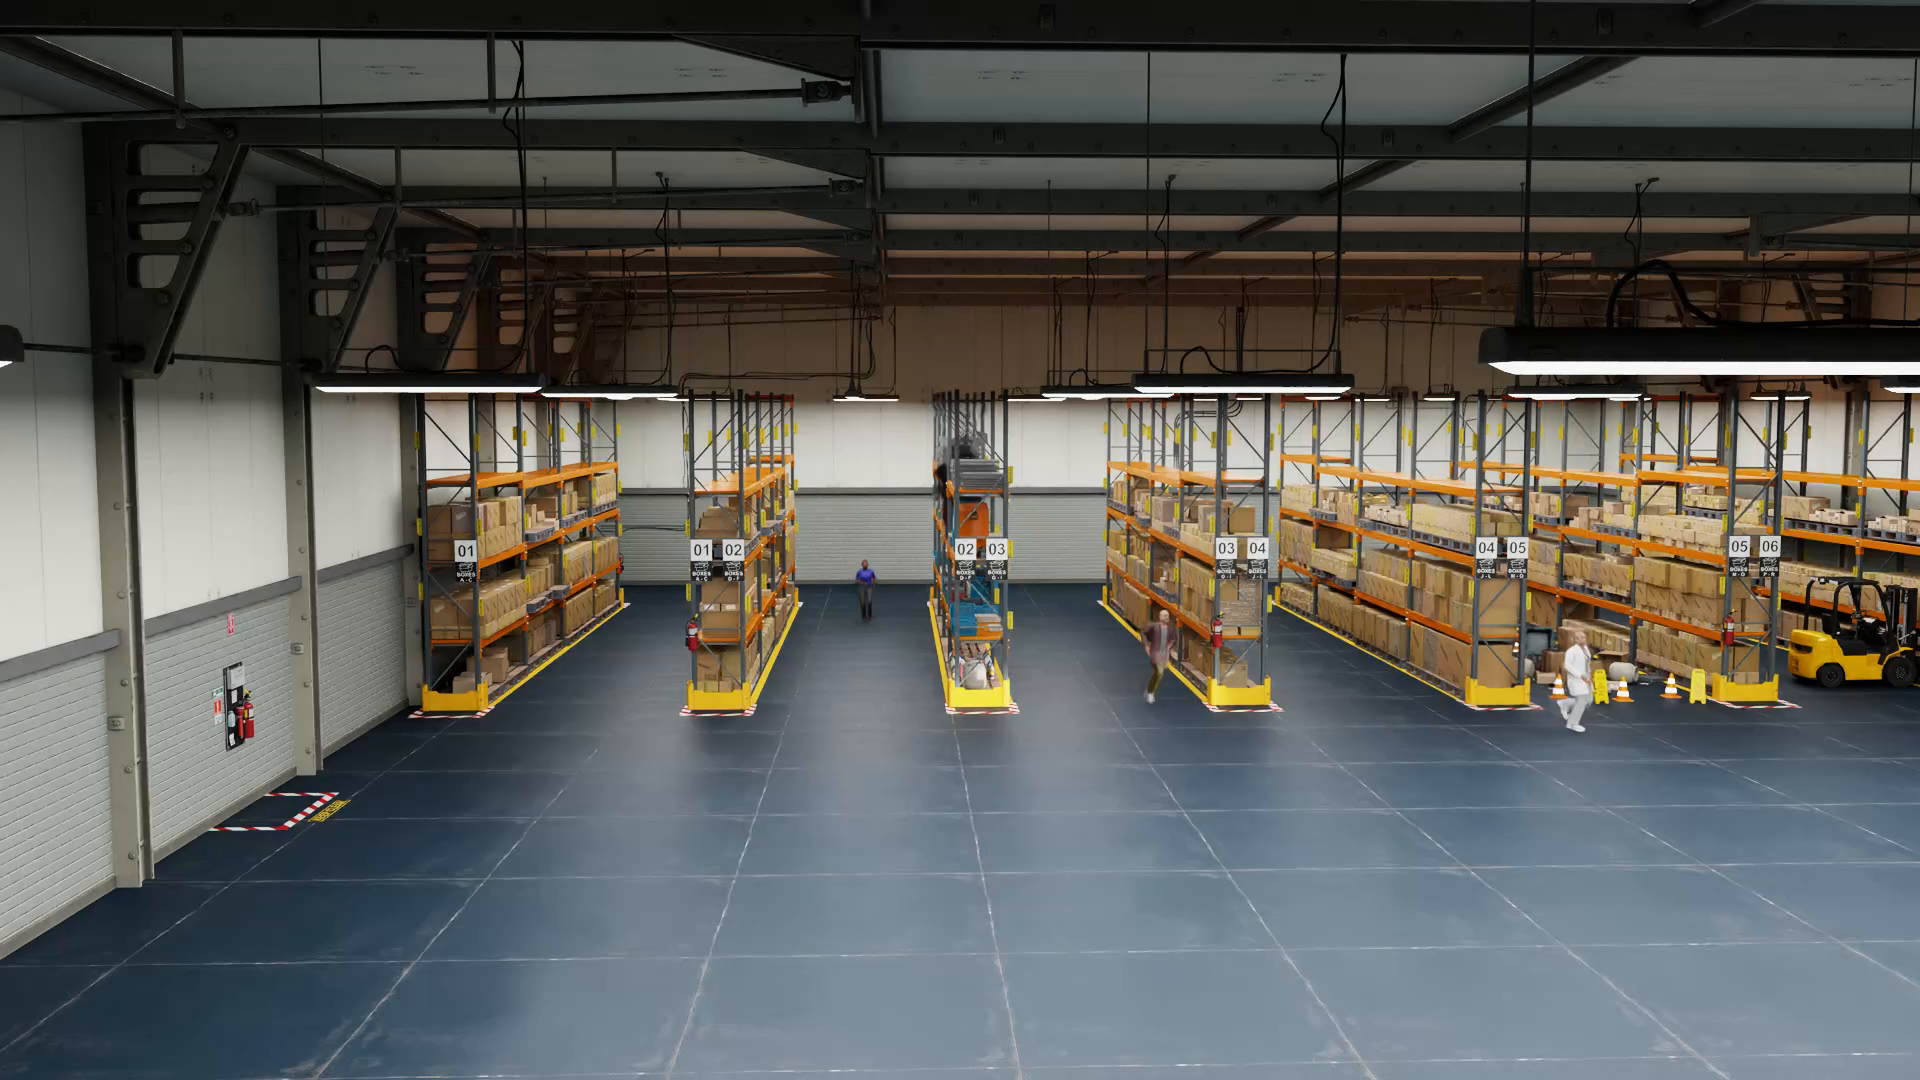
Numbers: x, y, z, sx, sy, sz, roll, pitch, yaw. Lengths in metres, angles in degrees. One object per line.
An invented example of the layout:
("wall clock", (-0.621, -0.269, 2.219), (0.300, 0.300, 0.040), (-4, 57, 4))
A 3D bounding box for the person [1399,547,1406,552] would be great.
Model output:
("person", (13.315, 0.968, 49.319), (0.815, 1.525, 0.626), (1, 5, 10))

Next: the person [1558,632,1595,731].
("person", (10.858, 2.476, 29.288), (0.735, 1.748, 0.707), (-4, 6, -39))

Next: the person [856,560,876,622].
("person", (-2.465, 1.336, 43.706), (0.544, 1.638, 0.651), (-1, 5, -6))

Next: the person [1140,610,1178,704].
("person", (3.872, 2.248, 32.072), (0.667, 1.791, 0.715), (-2, 5, -22))
